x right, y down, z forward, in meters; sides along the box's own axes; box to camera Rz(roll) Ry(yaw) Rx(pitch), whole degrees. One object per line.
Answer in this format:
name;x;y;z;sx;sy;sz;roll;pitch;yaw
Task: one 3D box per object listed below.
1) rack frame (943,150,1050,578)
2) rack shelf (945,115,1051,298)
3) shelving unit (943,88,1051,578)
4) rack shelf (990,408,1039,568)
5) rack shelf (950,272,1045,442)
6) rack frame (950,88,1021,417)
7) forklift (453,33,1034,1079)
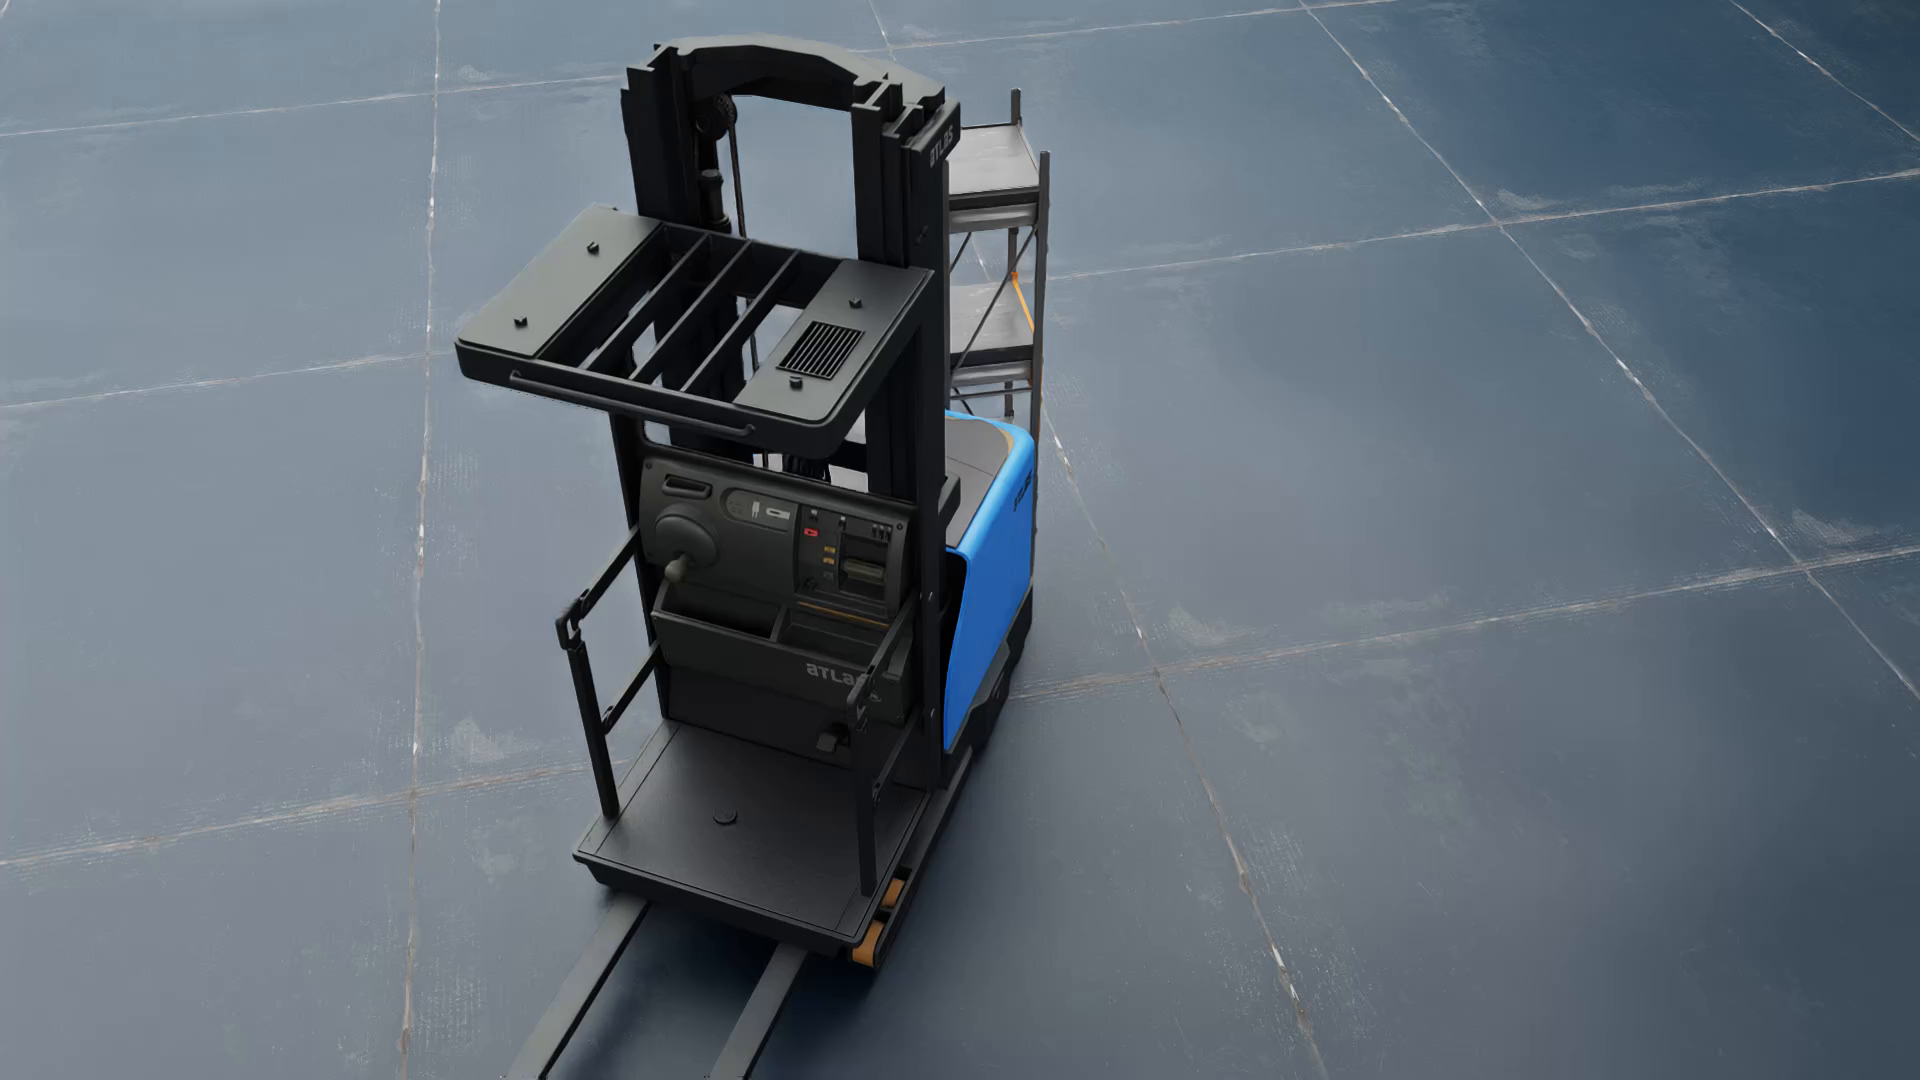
rack frame;0.123;-0.577;6.600;0.400;2.100;0.015;-7;42;-8
rack shelf;0.078;-1.250;6.324;0.431;0.518;0.480;-7;42;-8
shelving unit;0.078;-0.736;6.779;0.431;2.100;0.503;-7;42;-8
rack shelf;0.078;-0.203;7.253;0.431;0.518;0.480;-7;42;-8
rack shelf;0.078;-0.726;6.789;0.431;0.518;0.480;-7;42;-8
rack frame;0.033;-0.895;6.959;0.400;2.100;0.015;-7;42;-8
forklift;-0.682;0.085;5.228;1.130;2.935;3.031;14;43;15
